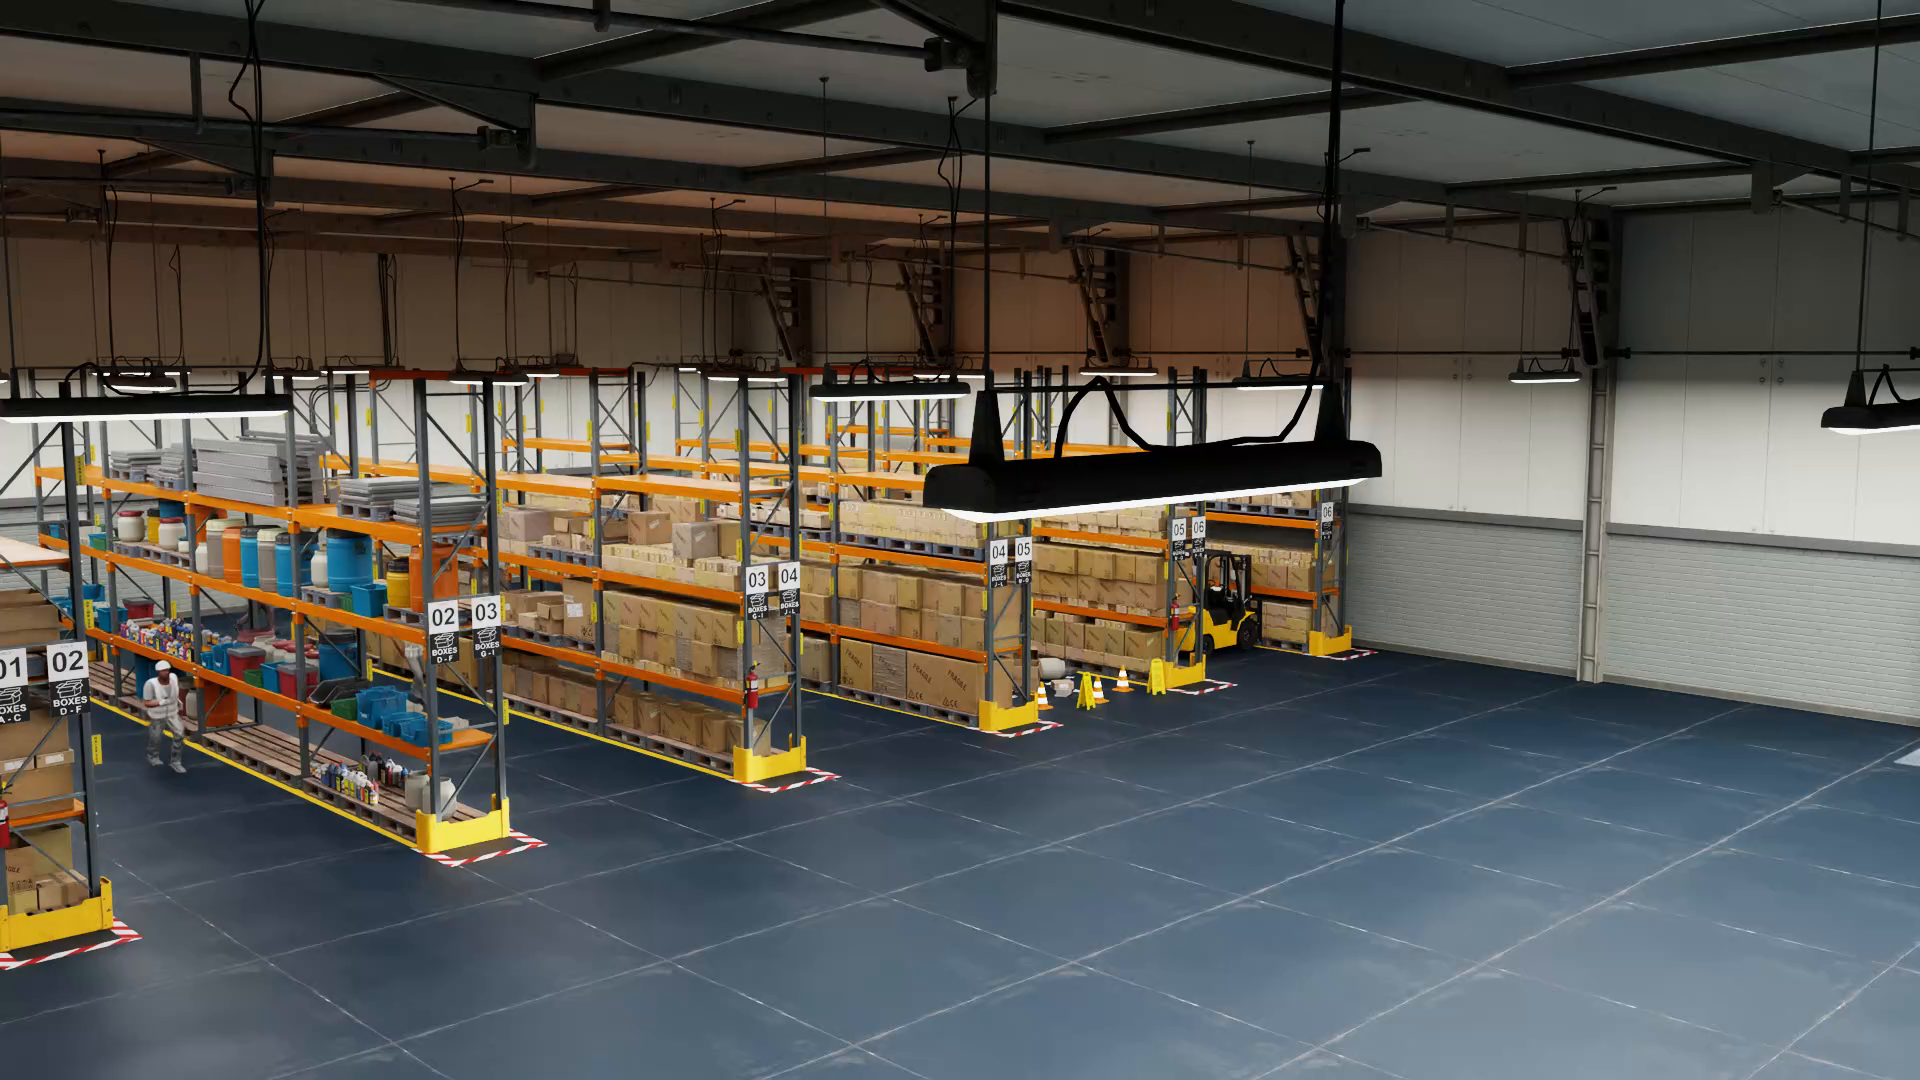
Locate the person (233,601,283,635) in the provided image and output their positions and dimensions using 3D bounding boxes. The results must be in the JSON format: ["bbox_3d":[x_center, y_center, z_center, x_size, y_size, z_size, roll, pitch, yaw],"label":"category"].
[{"bbox_3d":[-15.722,1.317,37.165,1.036,1.697,0.699,-4,7,-30],"label":"person"}]

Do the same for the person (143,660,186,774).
[{"bbox_3d":[-11.960,2.635,24.973,0.632,1.725,0.993,-6,9,-43],"label":"person"}]

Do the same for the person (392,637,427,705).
[{"bbox_3d":[-9.849,2.116,29.975,0.831,1.724,0.650,6,9,43],"label":"person"}]

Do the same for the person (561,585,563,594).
[{"bbox_3d":[-8.443,1.625,35.146,0.789,1.514,0.568,3,7,22],"label":"person"}]
